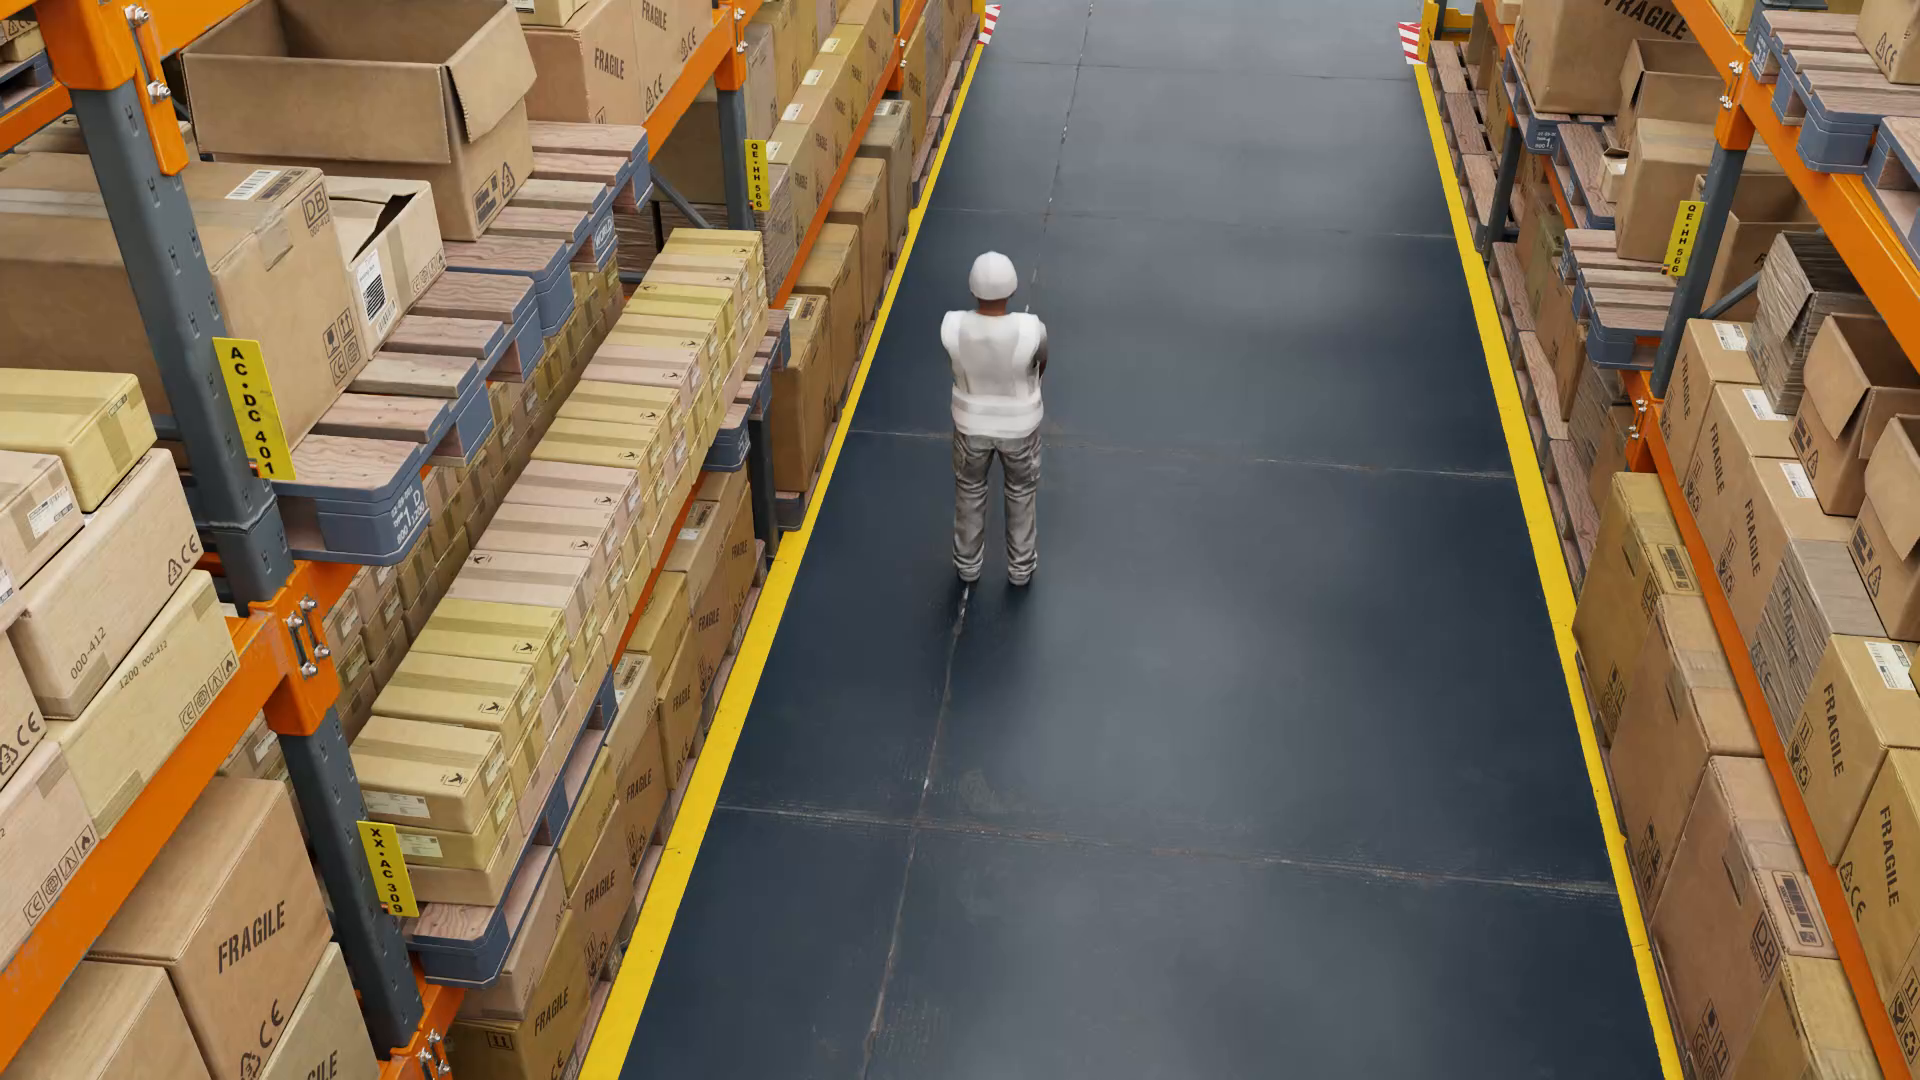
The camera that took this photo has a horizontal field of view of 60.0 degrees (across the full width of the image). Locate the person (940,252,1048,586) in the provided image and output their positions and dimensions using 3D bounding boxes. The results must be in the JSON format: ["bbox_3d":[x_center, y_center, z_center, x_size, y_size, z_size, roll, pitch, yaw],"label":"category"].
[{"bbox_3d":[0.173,-0.614,7.879,0.487,1.778,0.575,5,36,7],"label":"person"}]
